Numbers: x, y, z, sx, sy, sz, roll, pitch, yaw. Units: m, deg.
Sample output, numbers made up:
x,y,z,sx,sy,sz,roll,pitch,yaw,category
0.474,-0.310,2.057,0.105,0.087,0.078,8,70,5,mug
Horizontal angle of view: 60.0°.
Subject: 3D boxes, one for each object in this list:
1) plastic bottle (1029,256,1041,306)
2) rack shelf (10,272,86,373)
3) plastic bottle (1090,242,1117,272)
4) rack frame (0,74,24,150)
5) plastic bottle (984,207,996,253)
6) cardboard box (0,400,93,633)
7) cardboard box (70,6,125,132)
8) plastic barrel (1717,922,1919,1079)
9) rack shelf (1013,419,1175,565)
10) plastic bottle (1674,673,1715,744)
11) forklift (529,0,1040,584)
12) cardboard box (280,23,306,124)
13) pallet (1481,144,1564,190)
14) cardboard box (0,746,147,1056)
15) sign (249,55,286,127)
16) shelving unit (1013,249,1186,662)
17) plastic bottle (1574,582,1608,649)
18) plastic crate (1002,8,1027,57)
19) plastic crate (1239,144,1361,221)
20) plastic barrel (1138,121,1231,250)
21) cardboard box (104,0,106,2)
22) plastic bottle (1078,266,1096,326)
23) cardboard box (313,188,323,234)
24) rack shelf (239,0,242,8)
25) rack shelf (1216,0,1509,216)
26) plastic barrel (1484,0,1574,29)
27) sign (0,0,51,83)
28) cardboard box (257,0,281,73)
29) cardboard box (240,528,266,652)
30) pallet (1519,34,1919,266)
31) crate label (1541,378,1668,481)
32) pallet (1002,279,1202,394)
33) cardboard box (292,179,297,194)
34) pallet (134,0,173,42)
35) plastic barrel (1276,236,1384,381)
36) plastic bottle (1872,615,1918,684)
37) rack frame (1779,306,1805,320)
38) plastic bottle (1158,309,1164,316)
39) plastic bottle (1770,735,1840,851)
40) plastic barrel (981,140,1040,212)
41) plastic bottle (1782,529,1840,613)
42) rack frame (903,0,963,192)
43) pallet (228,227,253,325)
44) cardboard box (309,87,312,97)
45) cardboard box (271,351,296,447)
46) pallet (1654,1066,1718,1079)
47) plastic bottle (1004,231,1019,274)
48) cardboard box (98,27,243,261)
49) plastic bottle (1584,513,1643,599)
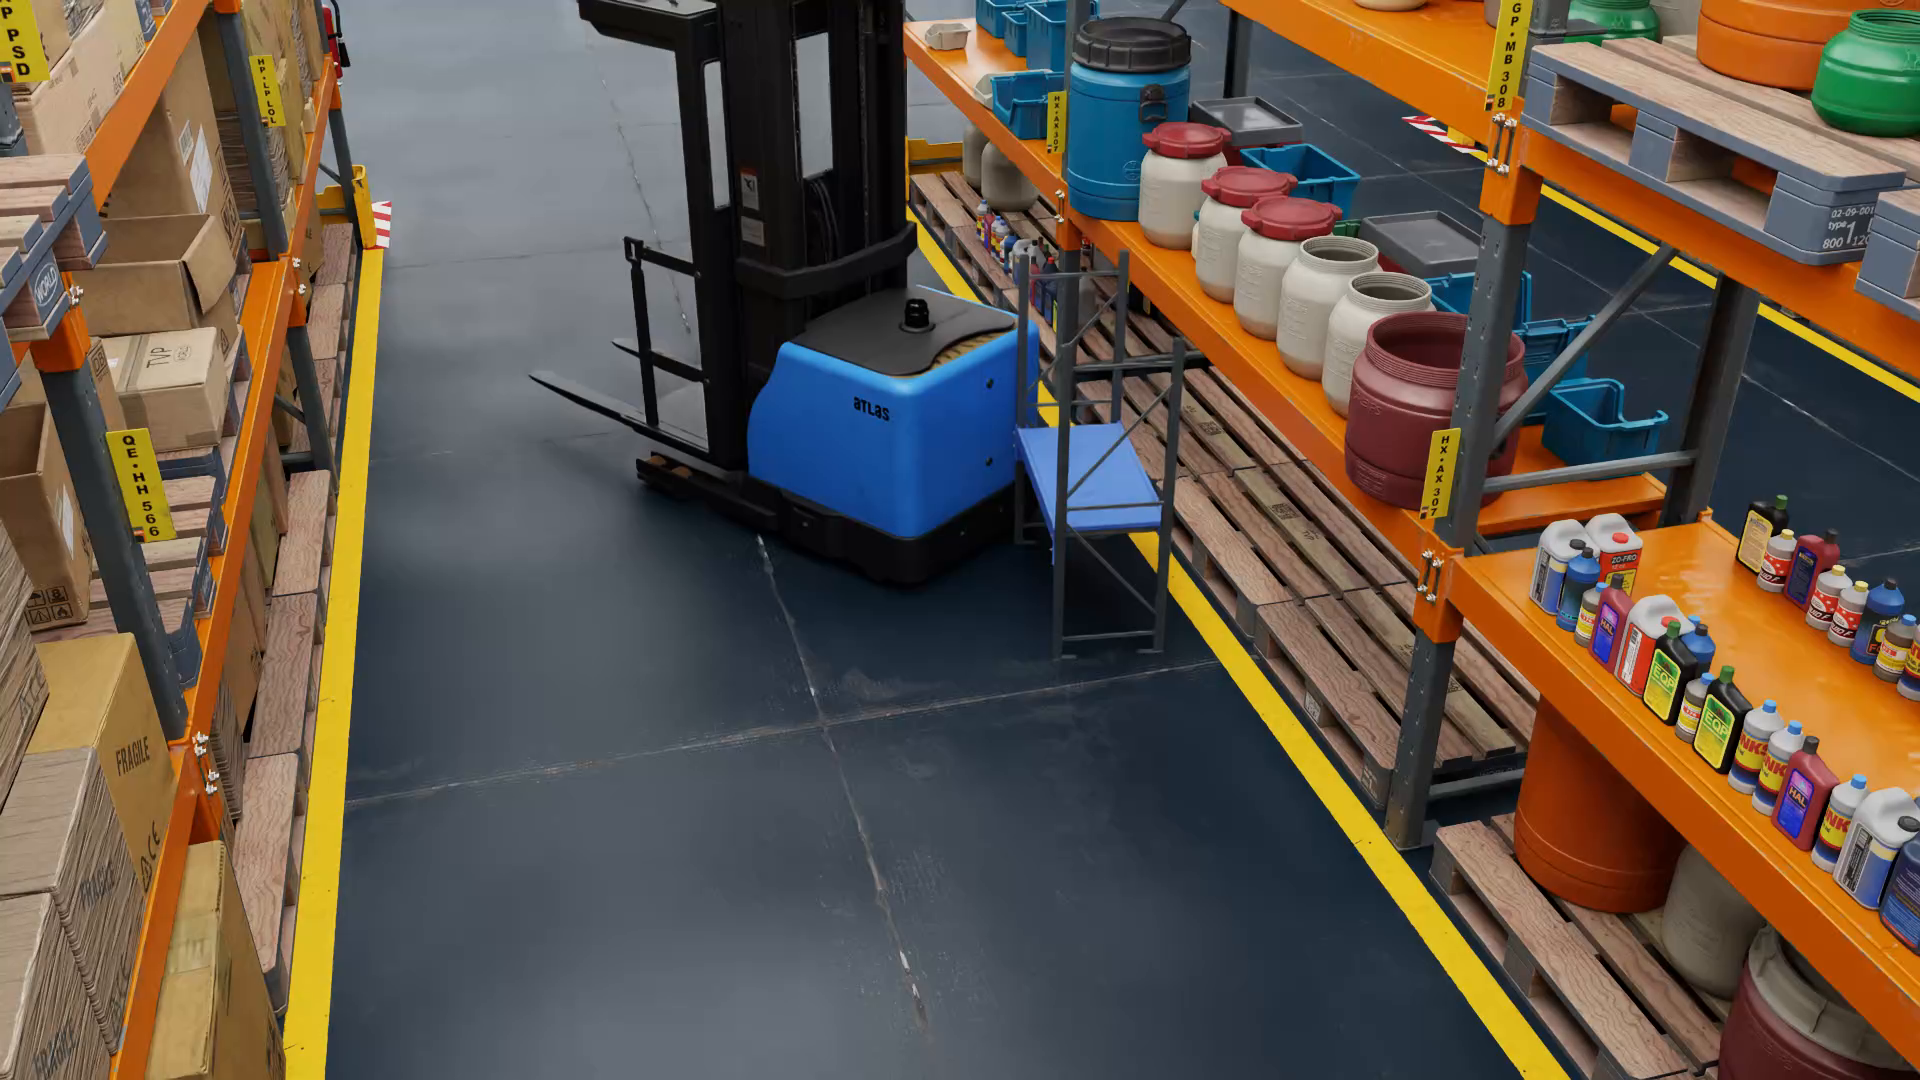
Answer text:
x,y,z,sx,sy,sz,roll,pitch,yaw,category
0.461,-1.607,10.304,0.061,0.283,0.133,-6,31,-10,plastic bottle
-2.139,0.416,2.260,1.077,0.370,4.000,-8,31,-13,rack shelf
0.931,-1.874,10.774,0.152,0.276,0.135,-8,31,-13,plastic bottle
-2.669,-2.159,2.997,1.000,3.000,0.127,-8,31,-13,rack frame
0.206,-2.071,11.106,0.061,0.283,0.133,-7,31,-12,plastic bottle
-2.851,-0.043,4.811,0.500,0.500,0.500,-12,32,-19,cardboard box
-2.685,-1.305,4.665,0.500,0.250,0.500,-7,31,-12,cardboard box
2.552,1.420,4.790,0.600,0.588,0.708,-8,31,-13,plastic barrel
0.583,-0.235,7.518,0.538,0.185,1.000,-4,30,-7,rack shelf
2.072,0.464,4.652,0.097,0.201,0.097,0,30,0,plastic bottle
-1.064,-1.664,8.199,3.031,2.935,1.130,22,37,33,forklift
-4.212,-2.613,9.374,0.875,0.500,0.500,-8,31,-13,cardboard box
5.003,-3.171,13.518,1.003,0.211,1.213,-8,31,-13,pallet
-2.173,0.841,3.703,0.500,0.500,0.500,-8,31,-14,cardboard box
-3.197,-2.071,7.678,0.100,0.325,0.005,-8,31,-13,sign
0.583,-0.391,7.428,0.538,1.500,1.048,-4,30,-7,shelving unit
1.939,0.223,5.068,0.097,0.201,0.097,0,30,0,plastic bottle
0.571,-3.504,11.459,0.499,0.251,0.408,-8,31,-13,plastic crate
1.637,-1.655,8.131,0.392,0.384,0.575,-8,31,-13,plastic crate
1.087,-1.721,8.093,0.433,0.535,0.433,0,30,0,plastic barrel
-2.818,-1.869,4.892,0.500,0.500,0.500,-9,31,-15,cardboard box
0.734,-1.489,10.033,0.144,0.351,0.185,-8,31,-13,plastic bottle
-4.643,-2.223,11.172,0.500,0.500,0.500,-2,30,-4,cardboard box
-4.262,-3.447,8.936,1.077,0.370,4.000,-8,31,-13,rack shelf
1.575,-2.174,6.736,1.077,0.370,4.000,-8,31,-13,rack shelf
2.097,-2.162,5.496,0.600,0.901,0.600,0,30,0,plastic barrel
-2.132,-1.189,3.720,0.100,0.325,0.005,-8,31,-13,sign
-3.740,-2.592,8.339,0.500,0.500,0.500,-8,31,-13,cardboard box
-3.332,0.199,6.968,0.700,0.500,0.500,-11,32,-18,cardboard box
2.215,-1.055,4.273,1.003,0.211,1.213,-8,31,-13,pallet
2.355,-0.402,6.118,0.303,0.233,0.416,-8,31,-13,crate label
0.906,-1.276,10.244,1.003,0.211,1.213,-8,31,-13,pallet
-3.721,-1.889,8.770,0.380,0.149,0.250,-8,31,-13,cardboard box
-3.392,-1.899,5.729,1.213,0.211,1.003,-8,31,-13,pallet
1.515,-0.942,6.771,0.421,0.512,0.421,0,30,0,plastic barrel
2.776,0.314,4.912,0.097,0.201,0.097,0,30,0,plastic bottle
5.821,-2.810,10.111,1.000,3.000,0.127,-8,31,-13,rack frame
1.270,-1.530,10.178,0.152,0.276,0.135,-7,31,-11,plastic bottle
2.172,0.645,4.257,0.061,0.283,0.133,-8,31,-13,plastic bottle
0.364,-2.640,11.882,0.421,0.512,0.421,0,30,0,plastic barrel
2.686,0.079,5.235,0.061,0.283,0.133,-8,31,-13,plastic bottle
-0.018,-4.085,12.313,1.000,3.000,0.127,-8,31,-13,rack frame
-3.669,-1.023,7.215,1.003,0.211,1.213,-8,31,-13,pallet
-4.285,-2.850,10.431,0.380,0.149,0.250,-8,31,-13,cardboard box
-3.799,-0.793,8.702,0.500,0.500,0.500,-9,31,-15,cardboard box
2.676,1.949,4.672,1.003,0.211,1.213,-8,31,-13,pallet
0.335,-1.866,10.764,0.097,0.271,0.097,0,30,0,plastic bottle
-3.655,-1.534,6.887,1.000,1.000,1.000,-8,31,-13,cardboard box
2.056,0.064,5.269,0.152,0.276,0.135,-8,31,-13,plastic bottle
